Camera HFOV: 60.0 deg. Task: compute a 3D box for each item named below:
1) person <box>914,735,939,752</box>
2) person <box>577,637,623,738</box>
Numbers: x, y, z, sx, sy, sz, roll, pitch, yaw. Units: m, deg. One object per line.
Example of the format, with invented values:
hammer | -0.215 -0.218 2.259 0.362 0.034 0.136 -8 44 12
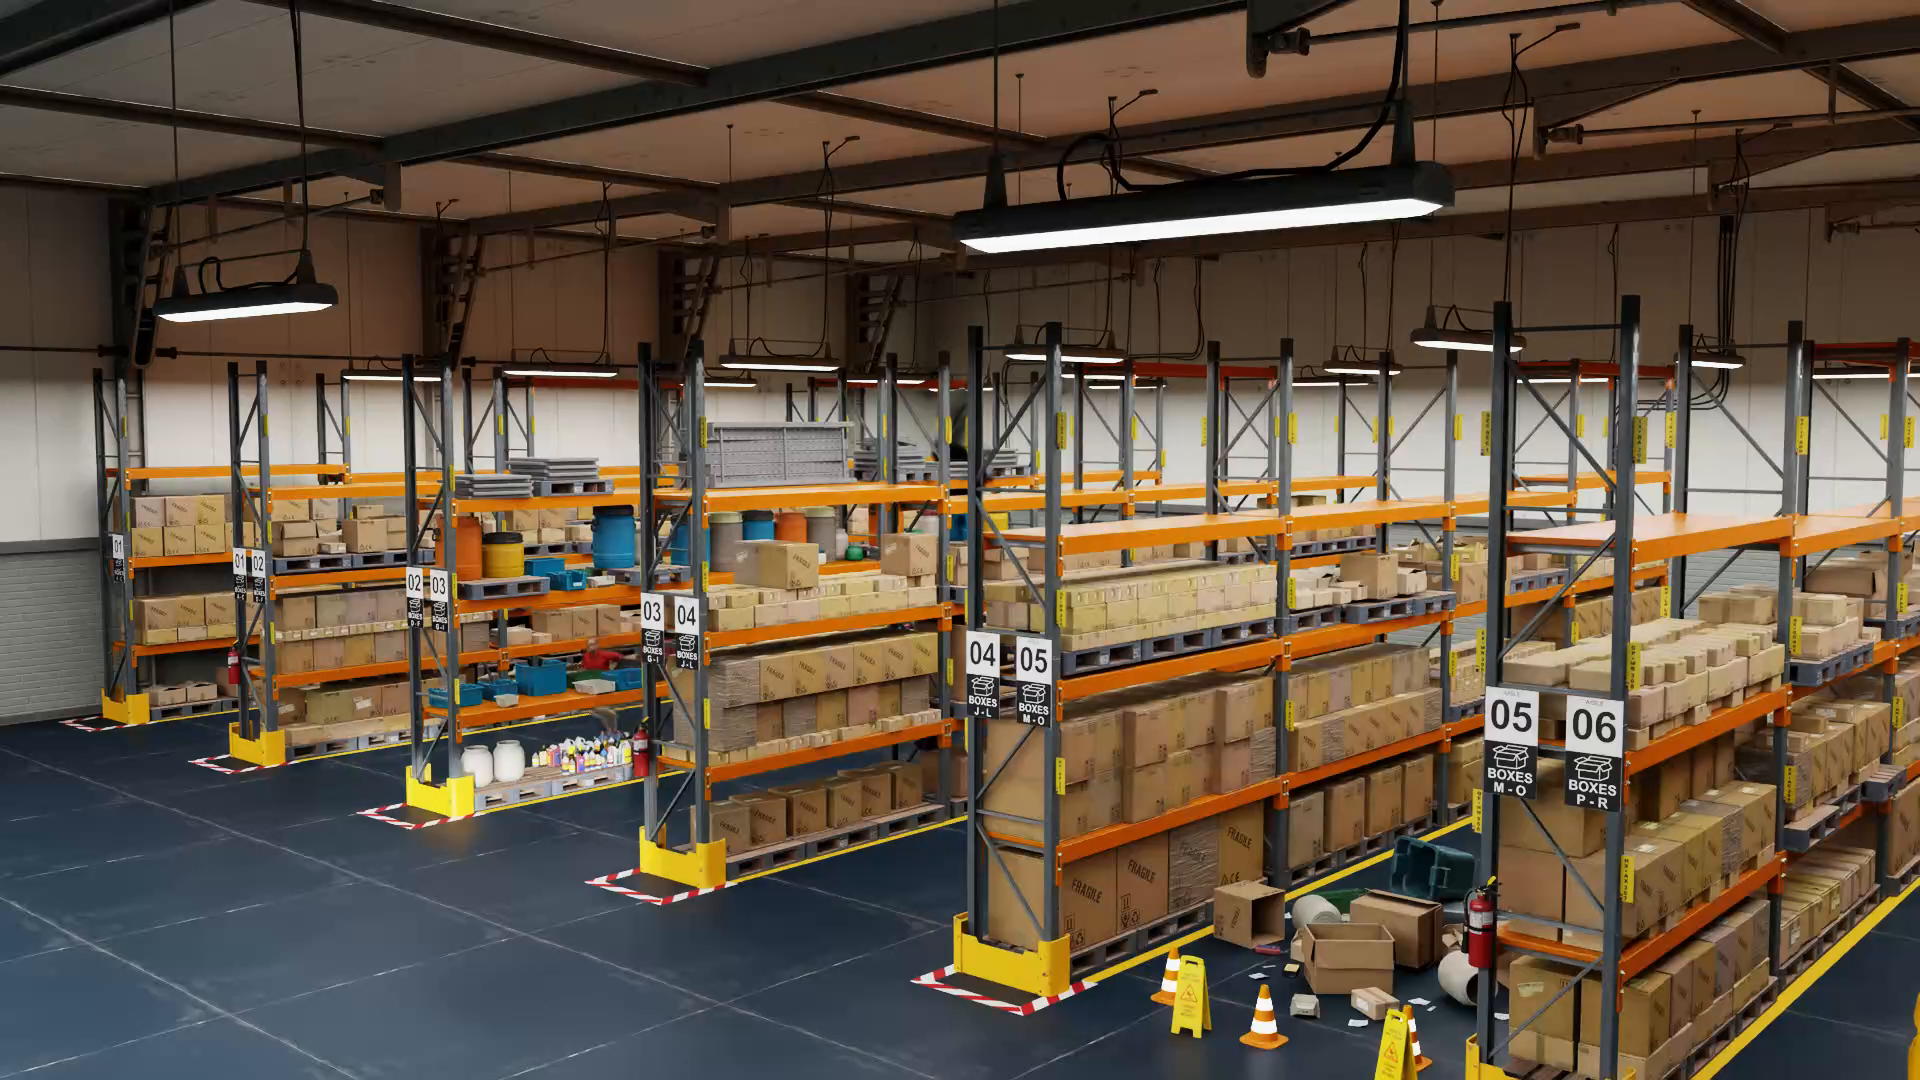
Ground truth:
person | -0.398 2.605 24.126 0.614 1.609 0.575 3 5 38
person | -5.772 2.371 26.571 0.653 1.655 0.786 3 5 34
